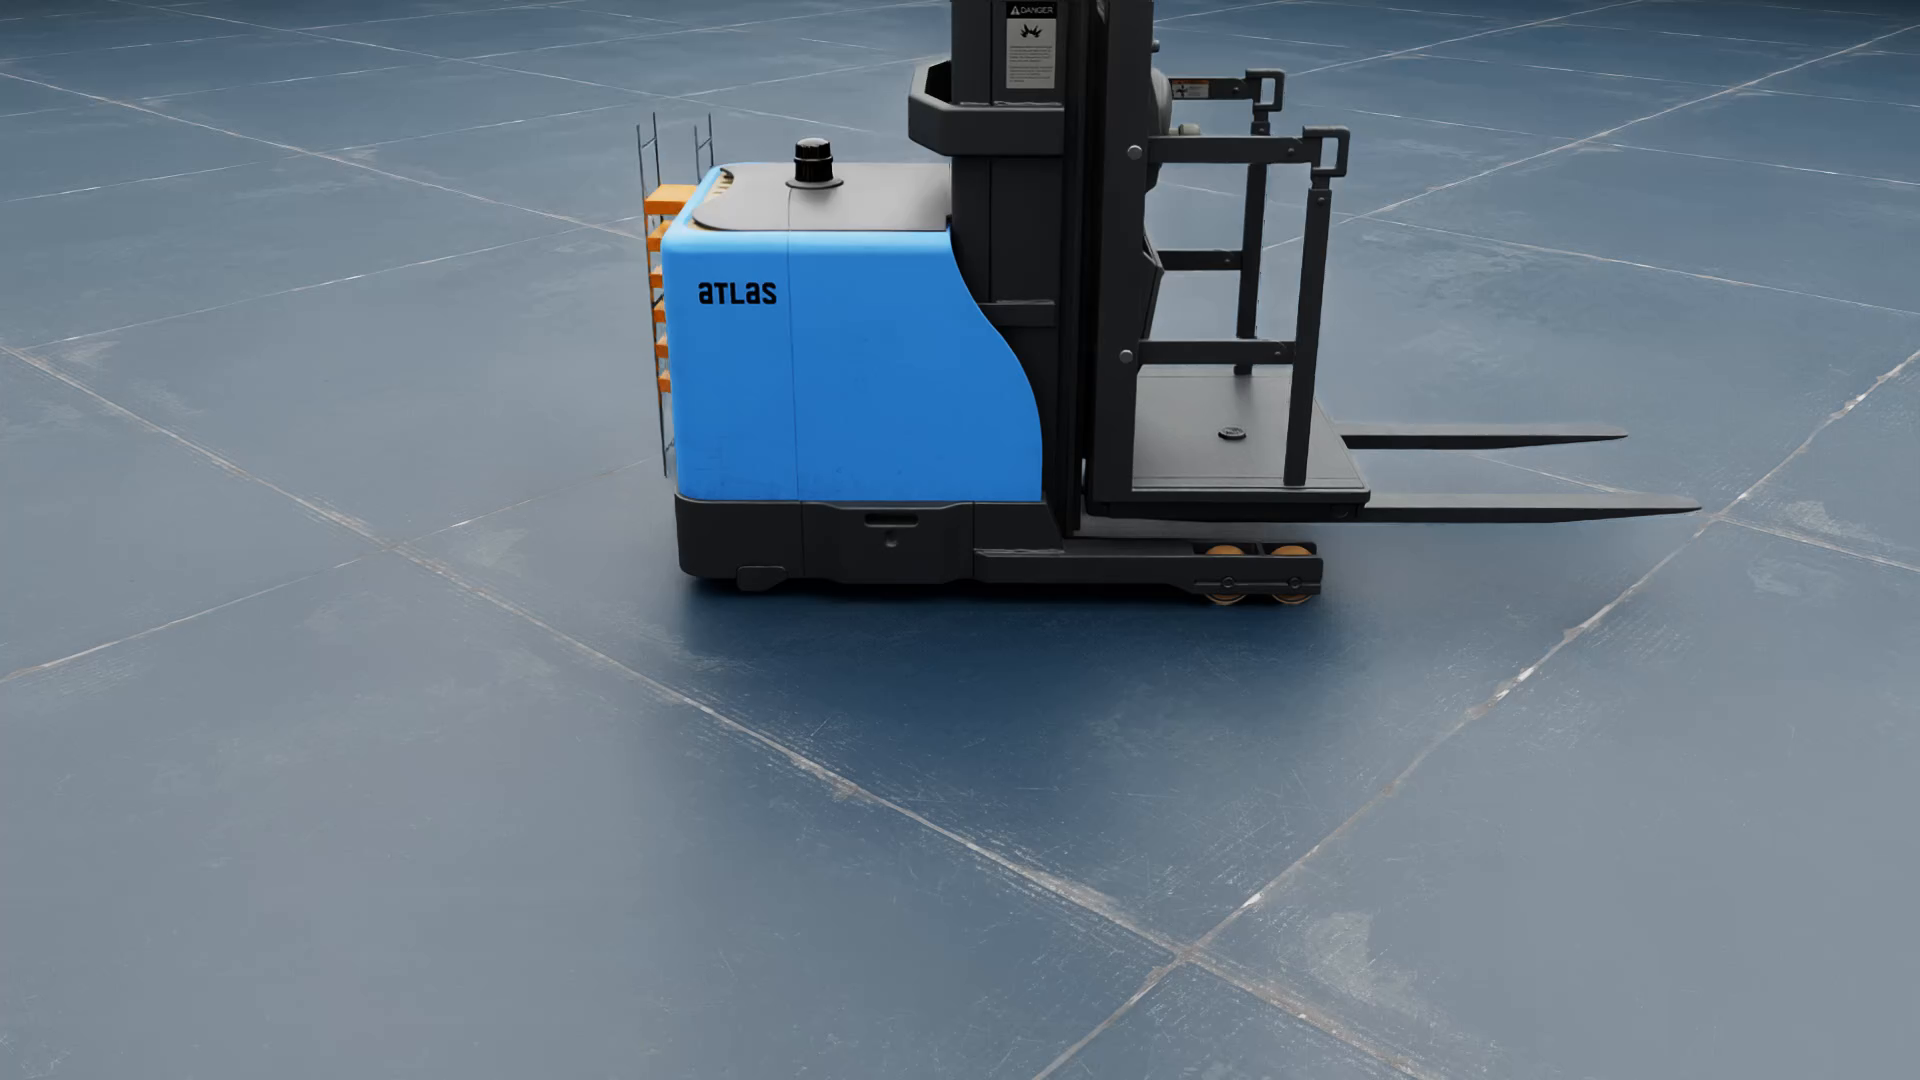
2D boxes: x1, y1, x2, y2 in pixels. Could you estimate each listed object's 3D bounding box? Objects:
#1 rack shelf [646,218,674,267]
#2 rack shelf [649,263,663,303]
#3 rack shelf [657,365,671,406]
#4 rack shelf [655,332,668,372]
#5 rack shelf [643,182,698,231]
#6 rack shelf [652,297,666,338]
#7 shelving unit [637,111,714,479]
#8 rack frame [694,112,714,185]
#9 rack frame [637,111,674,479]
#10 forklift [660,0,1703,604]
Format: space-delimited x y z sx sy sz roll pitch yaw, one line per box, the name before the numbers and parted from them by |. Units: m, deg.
rack shelf | -0.916 -0.984 5.500 0.180 0.103 0.258 1 24 3
rack shelf | -0.916 -0.875 5.549 0.180 0.103 0.258 1 24 3
rack shelf | -0.916 -0.546 5.697 0.180 0.103 0.258 1 24 3
rack shelf | -0.916 -0.656 5.648 0.180 0.103 0.258 1 24 3
rack shelf | -0.916 -1.094 5.451 0.180 0.103 0.258 1 24 3
rack shelf | -0.916 -0.765 5.599 0.180 0.103 0.258 1 24 3
shelving unit | -0.916 -0.806 5.580 0.189 1.200 0.258 1 24 3
rack frame | -0.825 -0.803 5.575 0.006 1.200 0.240 1 24 3
rack frame | -1.008 -0.808 5.585 0.006 1.200 0.240 1 24 3
forklift | 0.688 -1.371 4.724 3.031 2.935 1.130 0 24 0
